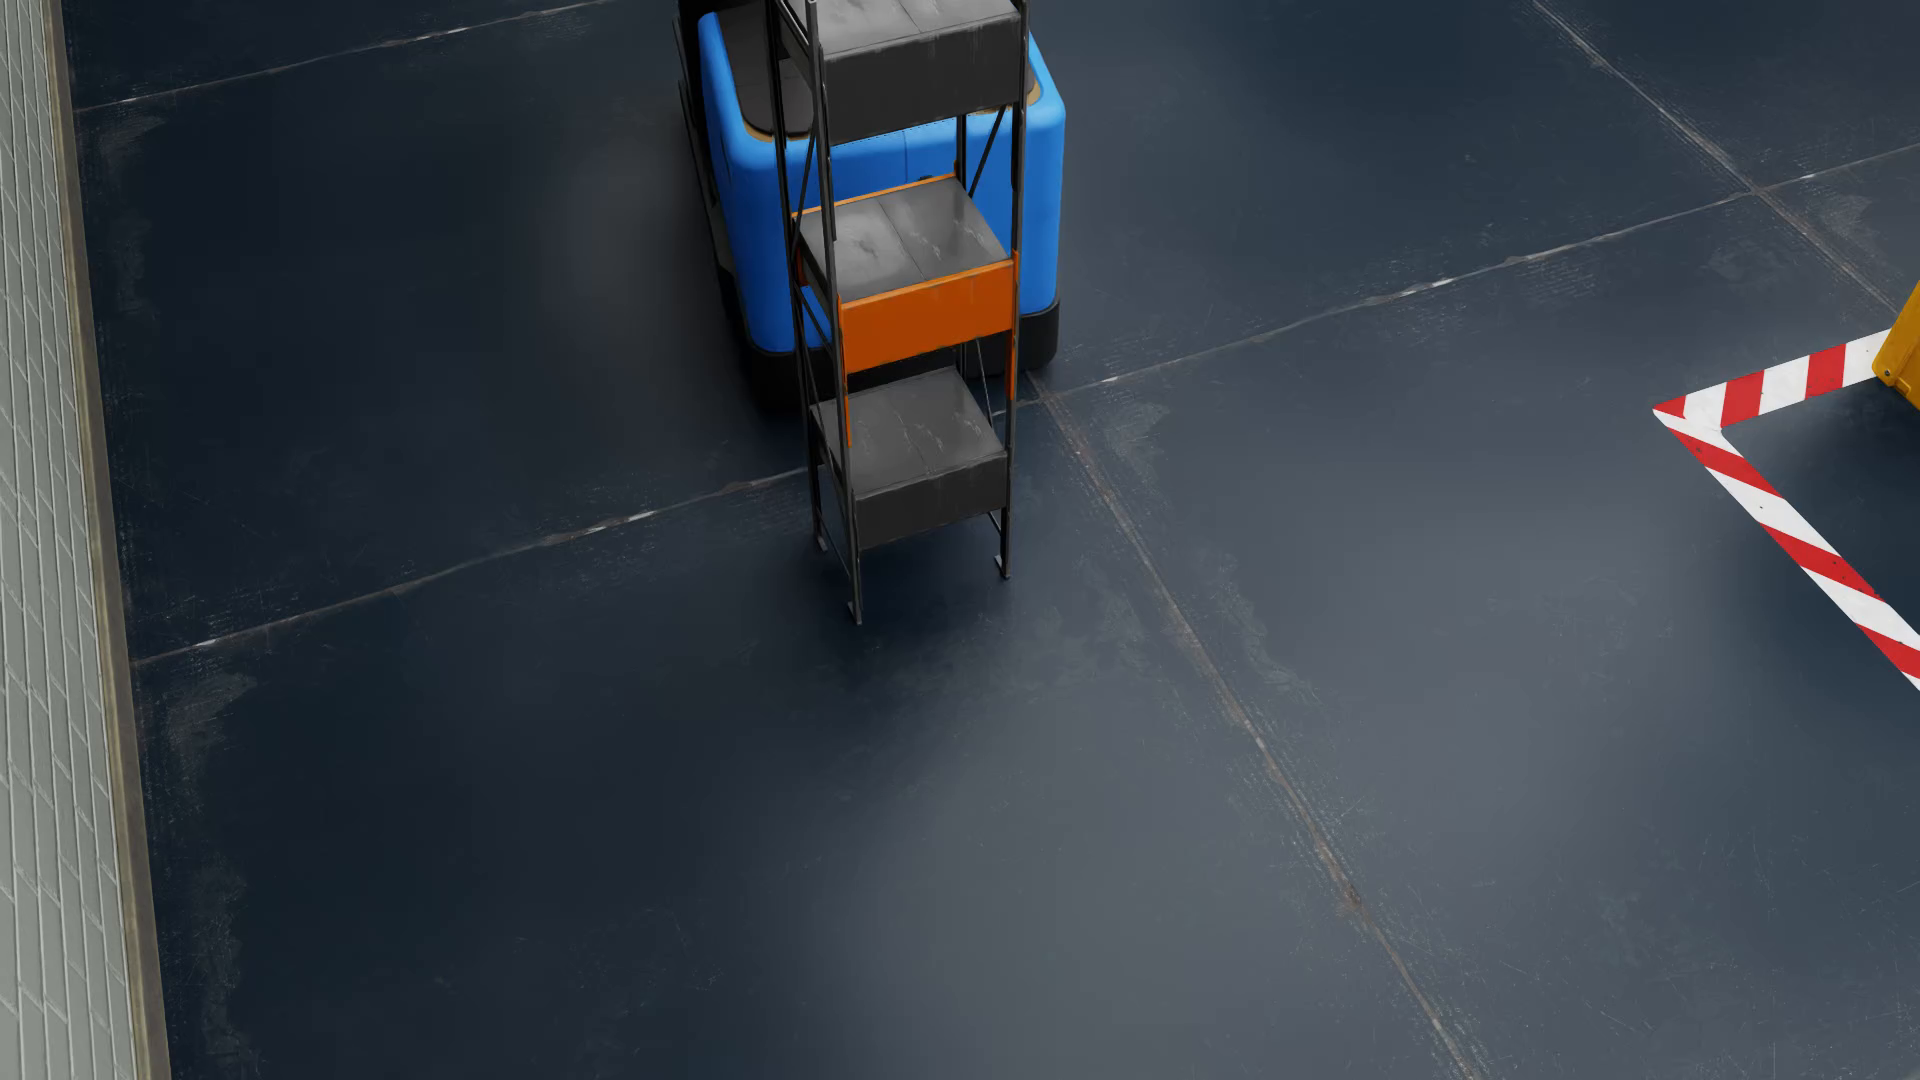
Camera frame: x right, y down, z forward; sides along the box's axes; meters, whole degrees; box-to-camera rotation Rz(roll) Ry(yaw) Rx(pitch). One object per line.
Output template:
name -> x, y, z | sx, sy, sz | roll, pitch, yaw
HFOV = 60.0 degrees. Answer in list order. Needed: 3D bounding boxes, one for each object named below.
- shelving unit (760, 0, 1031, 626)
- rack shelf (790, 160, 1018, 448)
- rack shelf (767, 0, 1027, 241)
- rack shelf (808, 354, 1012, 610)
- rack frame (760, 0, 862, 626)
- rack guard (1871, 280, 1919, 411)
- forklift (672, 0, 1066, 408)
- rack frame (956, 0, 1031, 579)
shelving unit -> -0.153, -0.637, 4.413 | 0.503, 2.100, 0.431 | -17, 52, -14
rack shelf -> -0.153, -0.628, 4.423 | 0.480, 0.518, 0.431 | -17, 52, -14
rack shelf -> -0.153, -1.084, 3.892 | 0.480, 0.518, 0.431 | -17, 52, -14
rack shelf -> -0.153, -0.172, 4.954 | 0.480, 0.518, 0.431 | -17, 52, -14
rack frame -> -0.379, -0.567, 4.353 | 0.015, 2.100, 0.400 | -17, 52, -14
rack guard -> 3.517, -0.415, 5.277 | 0.348, 0.500, 1.175 | -17, 52, -14
forklift -> -0.502, -2.539, 5.498 | 1.130, 2.935, 3.031 | -10, 50, -9
rack frame -> 0.073, -0.707, 4.473 | 0.015, 2.100, 0.400 | -17, 52, -14
